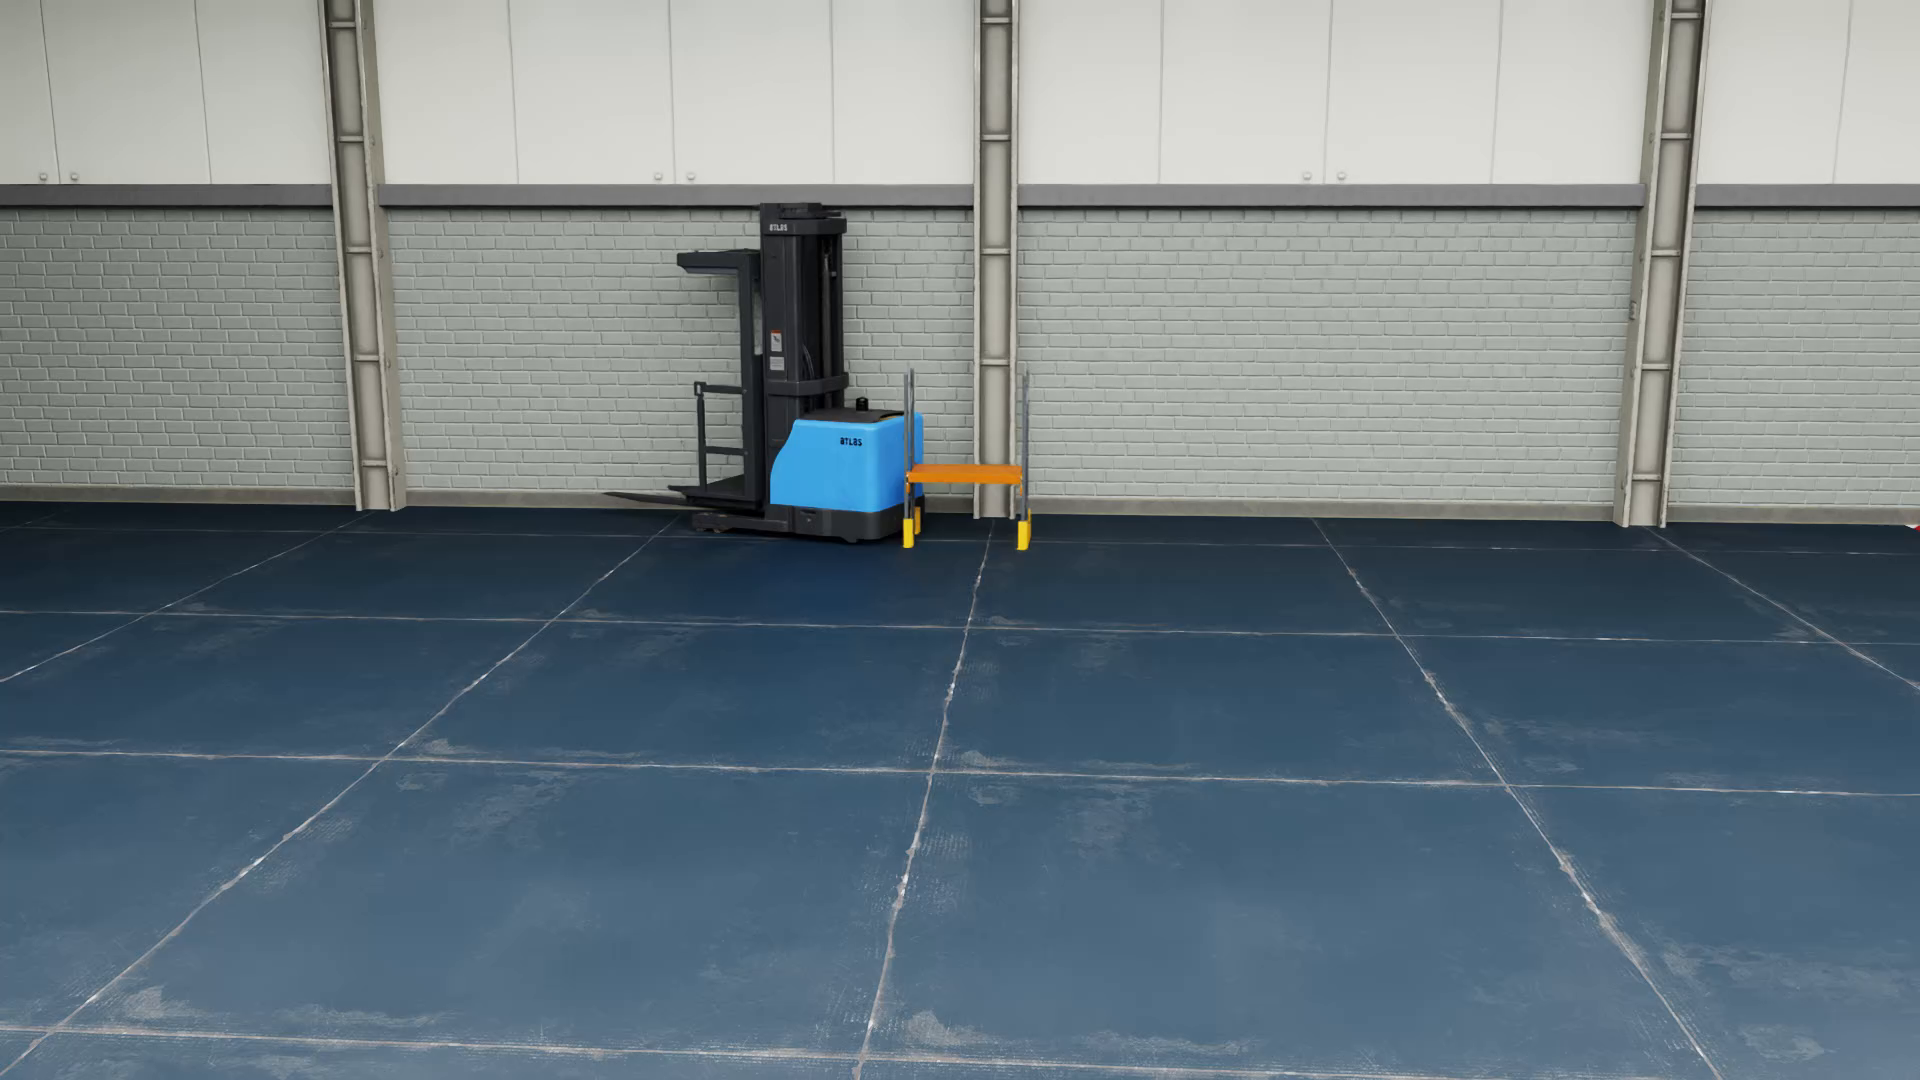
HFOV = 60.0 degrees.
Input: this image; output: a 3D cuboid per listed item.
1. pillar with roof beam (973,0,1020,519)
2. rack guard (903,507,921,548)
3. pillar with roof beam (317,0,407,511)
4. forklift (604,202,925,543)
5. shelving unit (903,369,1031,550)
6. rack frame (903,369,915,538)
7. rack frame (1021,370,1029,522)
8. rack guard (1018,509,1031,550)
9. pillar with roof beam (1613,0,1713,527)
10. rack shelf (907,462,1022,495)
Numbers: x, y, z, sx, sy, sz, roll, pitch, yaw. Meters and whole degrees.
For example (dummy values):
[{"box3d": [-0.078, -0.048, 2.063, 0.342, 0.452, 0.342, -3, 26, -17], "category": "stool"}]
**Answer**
[{"box3d": [0.044, -3.757, 10.749, 0.400, 9.000, 9.100, 1, 12, 4], "category": "pillar with roof beam"}, {"box3d": [-0.424, -0.115, 14.707, 0.087, 0.250, 0.587, 1, 12, 5], "category": "rack guard"}, {"box3d": [-5.942, -3.839, 11.142, 0.400, 9.000, 9.100, 1, 12, 4], "category": "pillar with roof beam"}, {"box3d": [-1.879, -1.589, 15.205, 3.031, 2.935, 1.130, 6, 13, 25], "category": "forklift"}, {"box3d": [0.072, -0.717, 14.532, 1.083, 1.500, 0.587, 1, 12, 5], "category": "shelving unit"}, {"box3d": [-0.443, -0.727, 14.581, 0.032, 1.500, 0.500, 1, 12, 5], "category": "rack frame"}, {"box3d": [0.568, -0.707, 14.484, 0.032, 1.500, 0.500, 1, 12, 5], "category": "rack frame"}, {"box3d": [0.567, -0.095, 14.612, 0.087, 0.250, 0.587, 1, 12, 5], "category": "rack guard"}, {"box3d": [6.031, -3.675, 10.357, 0.400, 9.000, 9.100, 1, 12, 4], "category": "pillar with roof beam"}, {"box3d": [0.063, -0.541, 14.569, 1.000, 0.185, 0.538, 1, 12, 5], "category": "rack shelf"}]
